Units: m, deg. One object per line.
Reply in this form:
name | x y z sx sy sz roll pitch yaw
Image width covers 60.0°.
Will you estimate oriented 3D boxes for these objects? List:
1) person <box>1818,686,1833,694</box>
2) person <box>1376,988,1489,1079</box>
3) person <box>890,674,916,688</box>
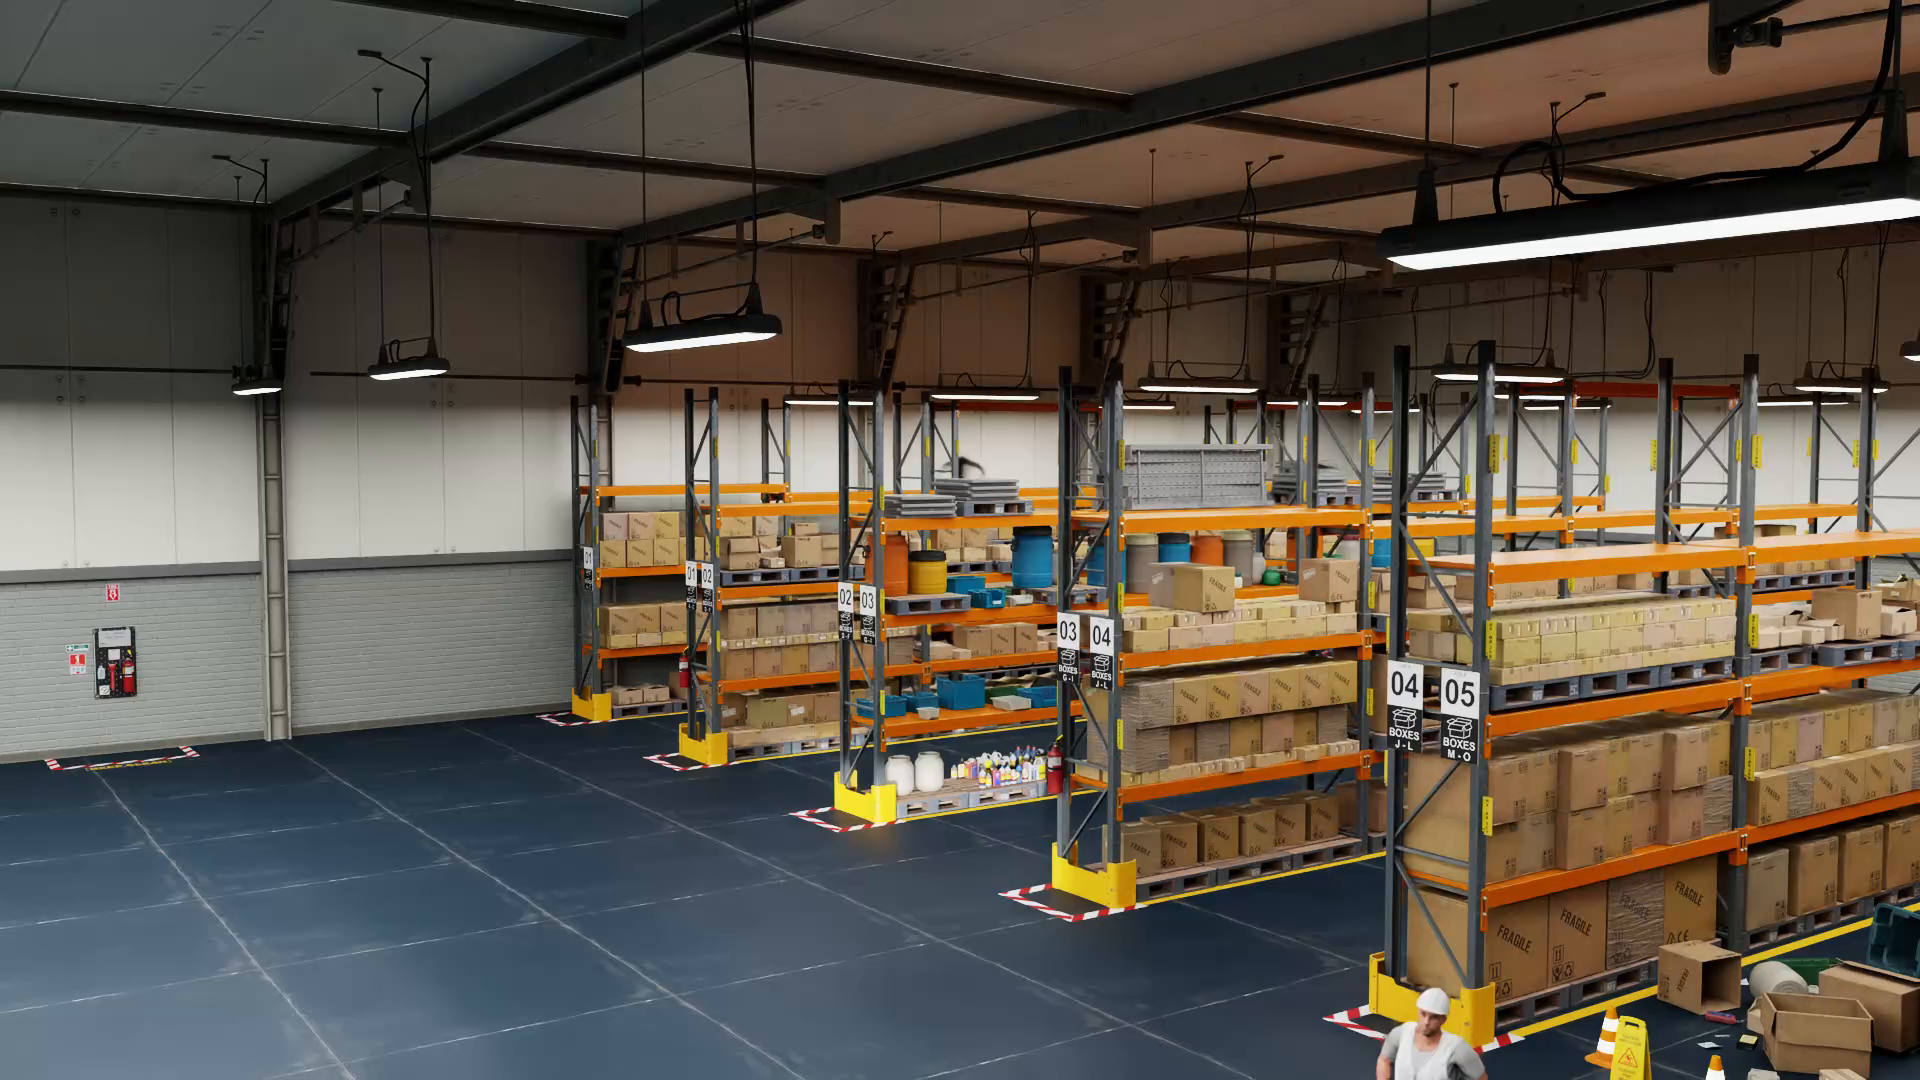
person | 12.224 2.911 23.576 0.684 1.688 0.524 -3 5 -44
person | 2.862 3.620 10.247 0.709 1.762 1.008 3 4 39
person | -0.998 2.527 31.165 1.016 1.498 0.614 -1 4 -21
